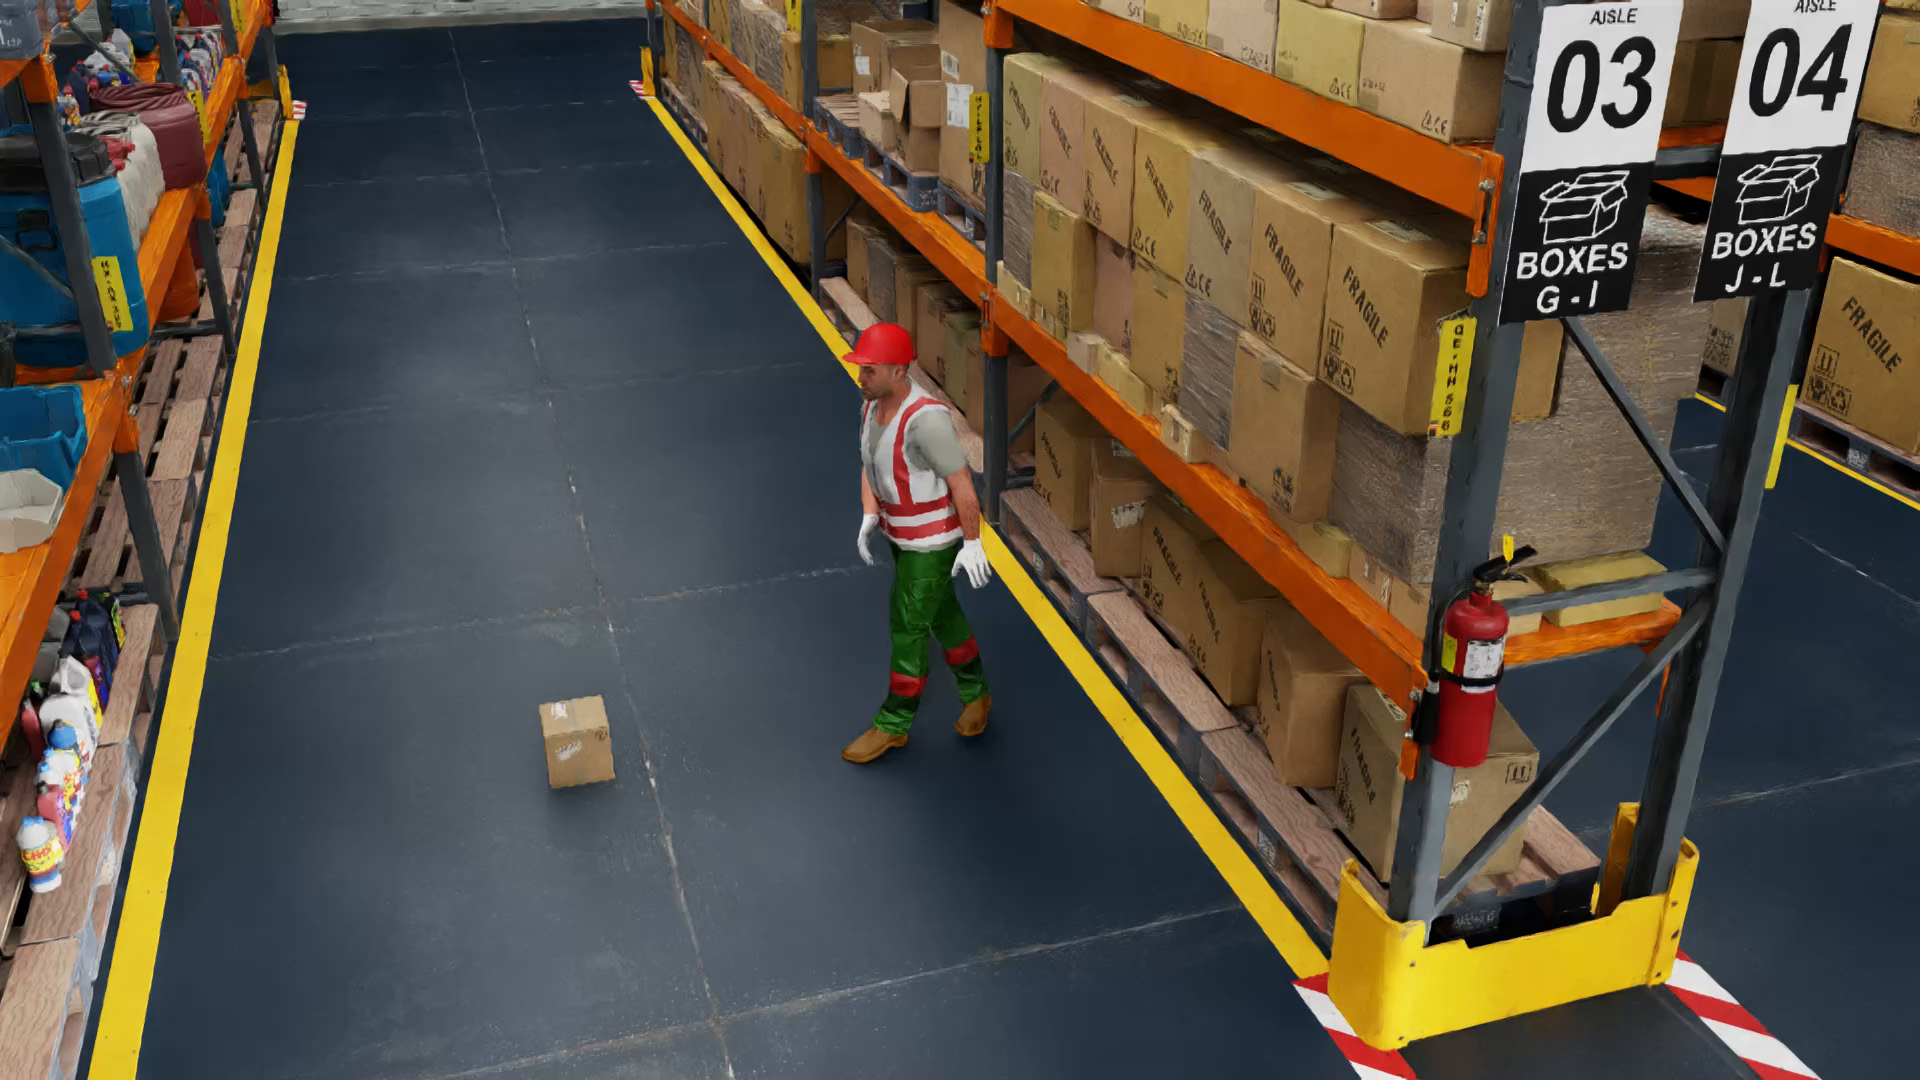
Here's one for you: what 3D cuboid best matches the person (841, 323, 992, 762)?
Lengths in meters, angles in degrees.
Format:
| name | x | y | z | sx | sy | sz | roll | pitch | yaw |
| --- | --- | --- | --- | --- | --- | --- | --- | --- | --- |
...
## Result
| name | x | y | z | sx | sy | sz | roll | pitch | yaw |
| --- | --- | --- | --- | --- | --- | --- | --- | --- | --- |
| person | -0.184 | 0.003 | 6.562 | 0.721 | 1.772 | 0.603 | -12 | 29 | -23 |
